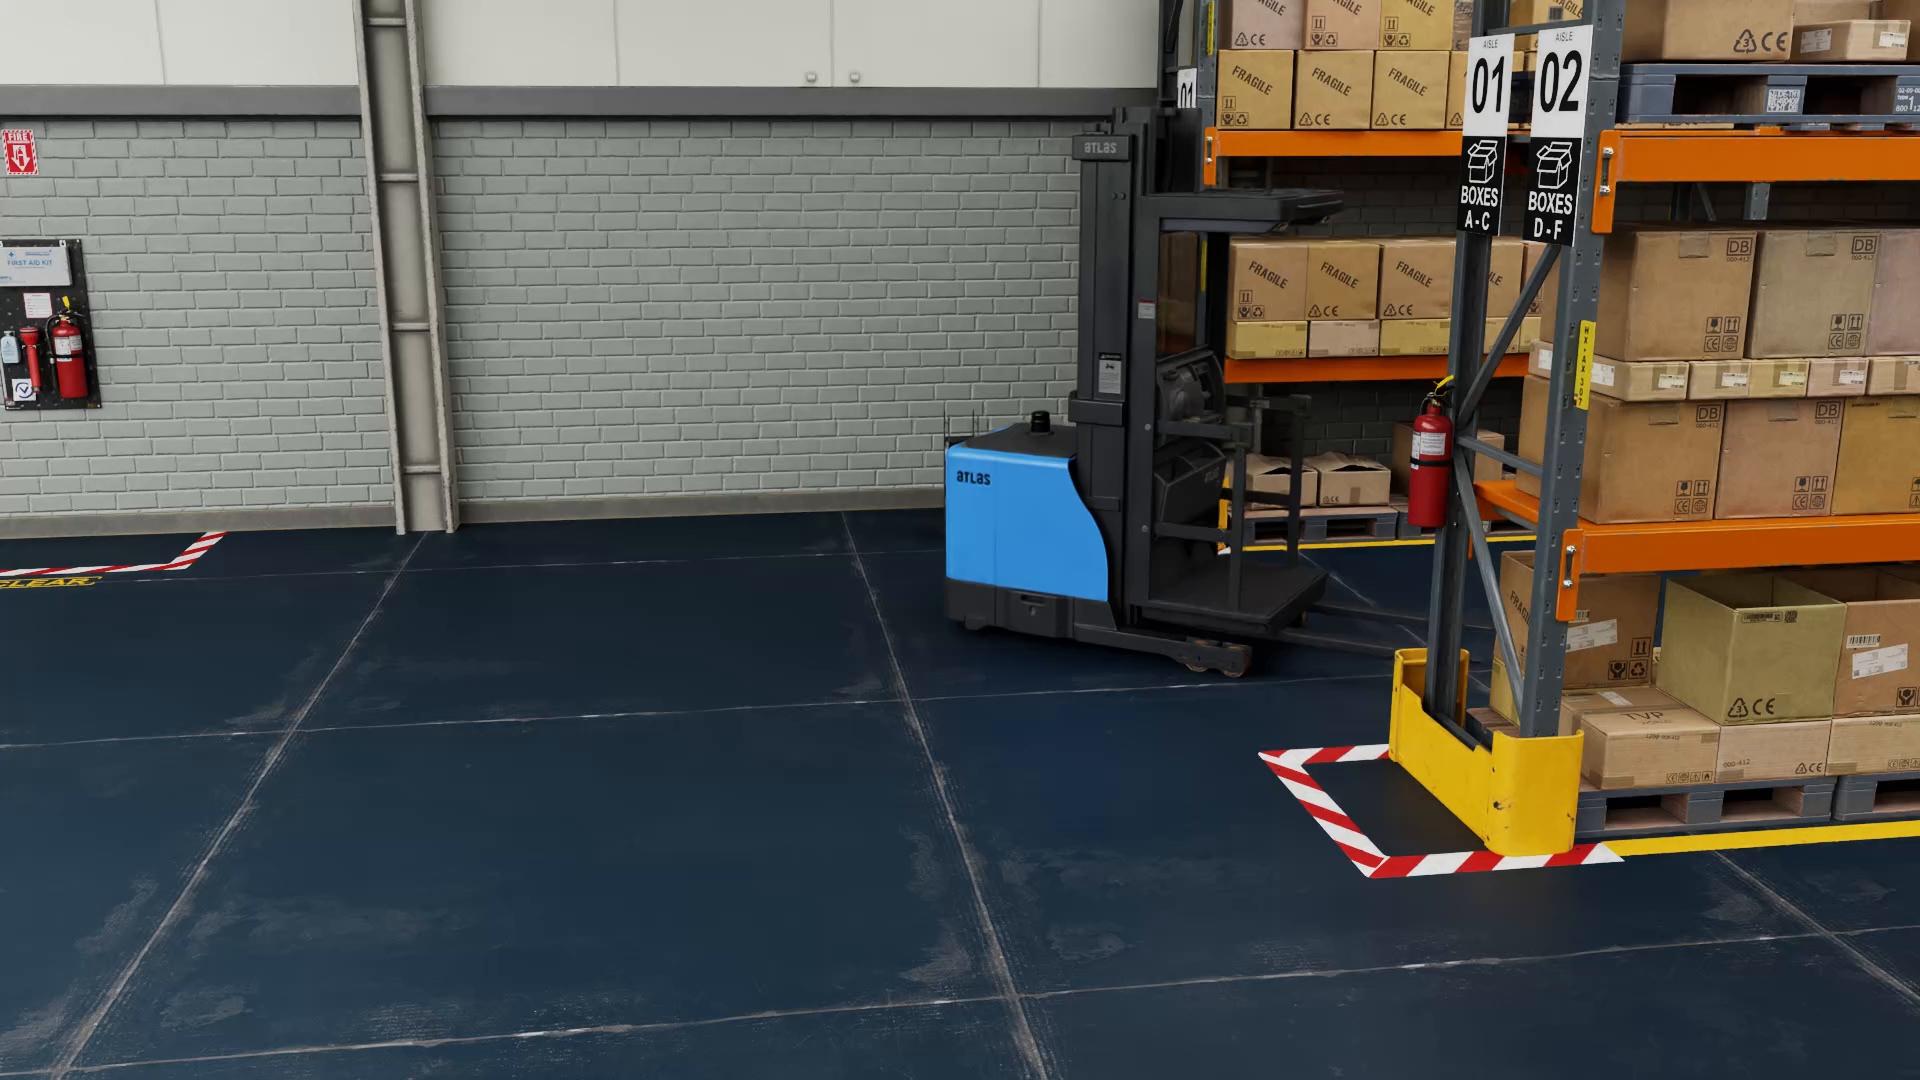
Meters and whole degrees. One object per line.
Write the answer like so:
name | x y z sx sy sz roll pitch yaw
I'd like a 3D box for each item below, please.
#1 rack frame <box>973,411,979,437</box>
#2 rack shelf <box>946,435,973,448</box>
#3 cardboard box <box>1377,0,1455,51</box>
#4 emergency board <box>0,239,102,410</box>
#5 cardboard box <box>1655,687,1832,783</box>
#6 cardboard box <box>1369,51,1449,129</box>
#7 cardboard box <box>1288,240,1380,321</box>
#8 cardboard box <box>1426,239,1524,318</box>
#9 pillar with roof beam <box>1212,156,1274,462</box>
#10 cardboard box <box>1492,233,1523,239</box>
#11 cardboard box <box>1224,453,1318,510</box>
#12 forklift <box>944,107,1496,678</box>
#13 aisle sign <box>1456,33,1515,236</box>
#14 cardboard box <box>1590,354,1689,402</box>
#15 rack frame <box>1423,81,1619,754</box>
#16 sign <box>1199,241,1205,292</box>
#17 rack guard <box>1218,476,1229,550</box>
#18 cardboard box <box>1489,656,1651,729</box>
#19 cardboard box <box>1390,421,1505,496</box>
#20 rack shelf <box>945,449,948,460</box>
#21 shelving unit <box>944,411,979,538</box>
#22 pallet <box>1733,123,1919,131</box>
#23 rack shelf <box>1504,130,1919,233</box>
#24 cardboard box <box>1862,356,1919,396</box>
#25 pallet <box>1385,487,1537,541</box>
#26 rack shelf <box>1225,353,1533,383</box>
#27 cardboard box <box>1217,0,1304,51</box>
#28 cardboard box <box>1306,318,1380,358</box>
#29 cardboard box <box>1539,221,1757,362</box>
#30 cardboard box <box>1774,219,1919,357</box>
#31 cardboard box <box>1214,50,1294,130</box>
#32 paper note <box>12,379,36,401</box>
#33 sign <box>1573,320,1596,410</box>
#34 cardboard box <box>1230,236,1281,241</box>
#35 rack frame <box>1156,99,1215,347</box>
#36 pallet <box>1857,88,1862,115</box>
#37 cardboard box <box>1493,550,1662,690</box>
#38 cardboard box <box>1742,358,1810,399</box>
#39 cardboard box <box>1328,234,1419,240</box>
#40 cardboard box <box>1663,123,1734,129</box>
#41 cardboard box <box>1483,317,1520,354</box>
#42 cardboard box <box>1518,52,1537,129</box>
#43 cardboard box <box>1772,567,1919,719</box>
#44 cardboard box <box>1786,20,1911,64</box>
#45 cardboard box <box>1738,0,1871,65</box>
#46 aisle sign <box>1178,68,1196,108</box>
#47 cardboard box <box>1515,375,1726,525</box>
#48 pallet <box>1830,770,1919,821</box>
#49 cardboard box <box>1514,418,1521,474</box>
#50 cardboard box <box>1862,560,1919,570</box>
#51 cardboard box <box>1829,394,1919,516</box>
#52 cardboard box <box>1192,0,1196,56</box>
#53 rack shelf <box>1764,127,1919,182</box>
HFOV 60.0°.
rack frame | 0.109 -0.440 11.628 0.006 0.900 0.240 -2 14 -8
rack shelf | 0.008 -0.666 11.556 0.200 0.077 0.258 -2 14 -8
cardboard box | 2.946 -3.503 11.056 0.500 0.500 0.500 -2 14 -7
emergency board | -6.299 -1.458 11.369 0.643 1.169 0.194 -2 14 -8
cardboard box | 3.319 0.814 7.099 0.500 0.250 0.500 -2 14 -8
cardboard box | 2.937 -3.018 11.177 0.500 0.500 0.500 -1 14 -6
cardboard box | 2.527 -1.784 11.393 0.500 0.500 0.500 -2 14 -8
cardboard box | 3.548 -1.822 11.548 0.500 0.500 0.500 -2 14 -7
pillar with roof beam | 2.725 -3.630 7.698 0.400 9.000 9.100 -2 14 -8
cardboard box | 3.974 -1.967 12.123 0.500 0.500 0.500 -2 14 -7
cardboard box | 2.218 -0.435 11.913 0.500 0.311 0.500 -4 15 -15
forklift | 1.448 -0.840 9.044 3.031 2.935 1.130 8 16 28
aisle sign | 2.153 -1.660 6.831 0.004 0.787 0.394 -2 14 -8
cardboard box | 2.682 -0.657 6.634 0.250 0.149 0.380 -2 14 -9
rack frame | 2.262 -0.331 6.875 0.127 3.000 1.000 -2 14 -8
sign | 1.601 -1.812 11.000 0.005 0.325 0.100 -2 14 -8
rack guard | 1.595 -0.313 11.941 0.348 0.500 1.175 -2 14 -8
cardboard box | 2.748 0.708 7.520 0.500 0.250 0.500 -2 14 -8
cardboard box | 3.514 -0.562 12.031 0.500 0.500 0.700 -3 14 -12
rack shelf | 0.008 -0.579 11.578 0.200 0.077 0.258 -2 14 -8
shelving unit | 0.008 -0.437 11.614 0.210 0.900 0.258 -2 14 -8
pallet | 6.102 -3.028 11.849 1.003 0.211 1.213 -2 14 -8
rack shelf | 4.239 -1.509 6.887 4.000 0.370 1.077 -2 14 -8
cardboard box | 3.703 -0.694 6.785 0.250 0.149 0.380 -3 14 -10
pallet | 3.608 -0.237 12.233 1.213 0.211 1.003 -2 14 -8
rack shelf | 3.498 -1.246 12.003 4.000 0.370 1.077 -2 14 -8
cardboard box | 1.937 -3.476 10.948 0.500 0.500 0.500 -3 14 -12
cardboard box | 2.561 -1.423 11.497 0.500 0.250 0.500 -3 14 -10
cardboard box | 2.778 -1.025 6.768 0.500 0.500 0.700 -2 14 -8
cardboard box | 3.795 -1.063 6.923 0.500 0.500 0.700 -2 14 -8
cardboard box | 1.888 -2.988 11.055 0.500 0.500 0.500 -2 14 -7
paper note | -6.484 -1.041 11.517 0.142 0.148 0.016 -2 14 -8
sign | 2.339 -0.656 6.227 0.005 0.325 0.100 -2 14 -8
cardboard box | 1.955 -1.891 11.823 0.500 0.500 0.500 -2 14 -9
rack frame | 1.520 -1.522 11.626 0.127 3.000 1.000 -2 14 -8
pallet | 4.174 -1.807 6.778 1.213 0.211 1.003 -2 14 -8
cardboard box | 2.748 0.344 7.430 0.500 0.500 0.500 -2 14 -8
cardboard box | 3.189 -0.675 6.710 0.250 0.149 0.380 -2 14 -8
cardboard box | 2.964 -1.927 11.965 0.500 0.500 0.500 -2 14 -10
cardboard box | 5.010 -3.103 11.514 0.500 0.500 0.500 -2 14 -7
cardboard box | 3.566 -1.458 11.635 0.500 0.250 0.500 -2 14 -8
cardboard box | 3.969 -3.058 11.337 0.500 0.500 0.500 -3 14 -11
cardboard box | 3.812 0.430 7.090 0.500 0.500 0.500 -2 14 -8
cardboard box | 3.451 -1.936 6.474 0.250 0.149 0.380 -2 14 -8
cardboard box | 3.361 -2.090 6.880 0.500 0.250 0.500 -2 14 -8
aisle sign | 1.494 -2.709 11.012 0.004 0.787 0.394 -2 14 -8
cardboard box | 2.725 -0.393 6.918 0.500 0.500 0.700 -2 14 -8
pallet | 4.216 0.940 7.538 1.213 0.211 1.003 -2 14 -8
cardboard box | 4.455 -0.621 12.266 0.500 0.500 0.500 -3 14 -13
cardboard box | 4.229 0.287 7.660 0.500 0.500 0.500 -2 14 -8
cardboard box | 3.736 -0.430 7.065 0.500 0.500 0.700 -2 14 -8
cardboard box | 1.908 -3.599 11.438 0.500 0.500 0.500 -1 14 -6
rack shelf | 7.453 -2.846 12.216 4.000 0.370 1.077 -2 14 -8
